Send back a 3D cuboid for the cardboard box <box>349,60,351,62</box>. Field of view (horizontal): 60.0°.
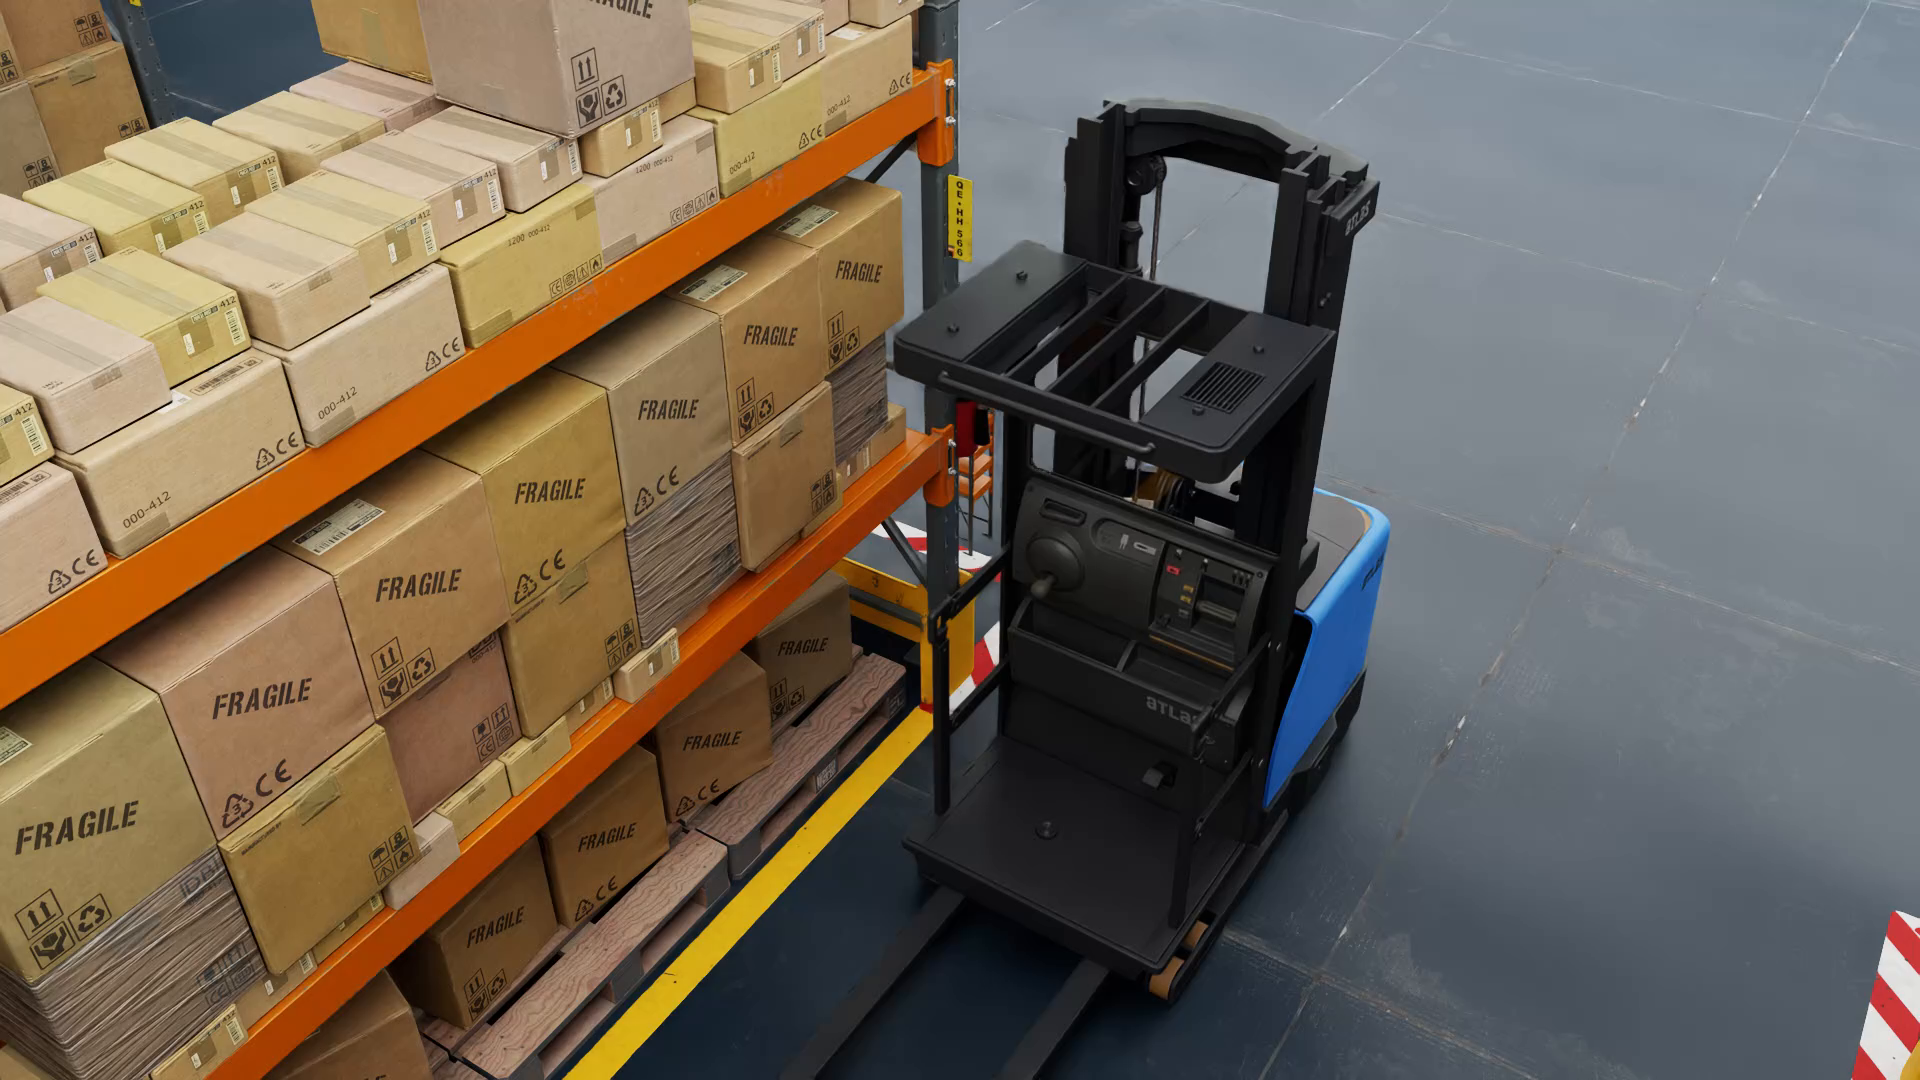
[{"bbox_3d":[-1.525,-1.333,4.801,0.380,0.149,0.250,19,42,23],"label":"cardboard box"}]

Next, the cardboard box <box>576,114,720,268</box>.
[{"bbox_3d":[-1.048,-1.049,4.760,0.500,0.250,0.500,22,43,26],"label":"cardboard box"}]

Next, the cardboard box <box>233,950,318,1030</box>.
[{"bbox_3d":[-1.975,1.114,4.493,0.380,0.149,0.250,21,42,25],"label":"cardboard box"}]

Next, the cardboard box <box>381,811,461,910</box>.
[{"bbox_3d":[-1.681,0.867,4.814,0.380,0.149,0.250,21,42,25],"label":"cardboard box"}]

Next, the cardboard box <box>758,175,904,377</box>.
[{"bbox_3d":[-0.543,-0.961,5.835,0.500,0.500,0.500,21,42,25],"label":"cardboard box"}]

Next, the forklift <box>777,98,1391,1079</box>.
[{"bbox_3d":[0.491,0.172,5.566,1.130,2.935,3.031,22,43,26],"label":"forklift"}]

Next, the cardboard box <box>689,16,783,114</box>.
[{"bbox_3d":[-0.749,-1.403,4.893,0.380,0.149,0.250,21,43,25],"label":"cardboard box"}]

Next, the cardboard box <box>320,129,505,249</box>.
[{"bbox_3d":[-1.390,-0.892,4.229,0.380,0.149,0.250,22,43,26],"label":"cardboard box"}]

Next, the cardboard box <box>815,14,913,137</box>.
[{"bbox_3d":[-0.501,-1.569,5.434,0.500,0.250,0.500,22,43,26],"label":"cardboard box"}]

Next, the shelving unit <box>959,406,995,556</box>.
[{"bbox_3d":[0.008,-0.483,7.833,0.258,1.200,0.189,21,42,25],"label":"shelving unit"}]

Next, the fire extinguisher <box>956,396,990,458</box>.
[{"bbox_3d":[-0.007,-0.650,6.639,0.296,0.674,0.183,21,42,25],"label":"fire extinguisher"}]

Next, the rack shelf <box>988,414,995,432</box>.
[{"bbox_3d":[0.008,-0.543,7.787,0.258,0.103,0.180,21,42,25],"label":"rack shelf"}]

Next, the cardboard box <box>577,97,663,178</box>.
[{"bbox_3d":[-1.046,-1.145,4.557,0.380,0.149,0.250,19,42,23],"label":"cardboard box"}]

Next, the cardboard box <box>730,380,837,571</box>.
[{"bbox_3d":[-0.941,-0.358,5.871,0.875,0.500,0.500,21,42,25],"label":"cardboard box"}]

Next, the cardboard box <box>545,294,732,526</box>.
[{"bbox_3d":[-1.076,-0.445,5.165,0.500,0.500,0.500,21,42,25],"label":"cardboard box"}]

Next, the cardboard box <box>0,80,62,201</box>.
[{"bbox_3d":[-5.028,-2.009,8.216,0.875,0.550,0.550,21,42,25],"label":"cardboard box"}]

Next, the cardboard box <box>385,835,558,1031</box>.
[{"bbox_3d":[-1.785,1.277,5.780,0.500,0.500,0.500,17,41,21],"label":"cardboard box"}]

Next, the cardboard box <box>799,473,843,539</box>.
[{"bbox_3d":[-0.660,-0.184,6.177,0.380,0.149,0.250,21,42,25],"label":"cardboard box"}]

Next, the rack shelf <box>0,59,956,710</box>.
[{"bbox_3d":[-1.529,-0.644,4.701,1.077,0.370,4.000,21,42,25],"label":"rack shelf"}]

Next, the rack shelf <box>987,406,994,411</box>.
[{"bbox_3d":[0.008,-0.638,7.714,0.258,0.103,0.180,21,42,25],"label":"rack shelf"}]

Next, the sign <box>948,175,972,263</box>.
[{"bbox_3d":[0.001,-1.164,6.035,0.100,0.325,0.005,21,42,25],"label":"sign"}]

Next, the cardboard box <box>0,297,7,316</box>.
[{"bbox_3d":[-2.388,-0.524,3.752,0.380,0.149,0.250,19,42,23],"label":"cardboard box"}]

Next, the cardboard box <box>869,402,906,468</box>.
[{"bbox_3d":[-0.435,-0.458,6.533,0.380,0.149,0.250,21,42,25],"label":"cardboard box"}]

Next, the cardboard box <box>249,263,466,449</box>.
[{"bbox_3d":[-1.588,-0.514,4.065,0.500,0.250,0.500,19,42,23],"label":"cardboard box"}]

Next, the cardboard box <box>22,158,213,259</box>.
[{"bbox_3d":[-2.062,-0.784,4.089,0.380,0.149,0.250,23,43,27],"label":"cardboard box"}]

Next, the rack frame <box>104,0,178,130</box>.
[{"bbox_3d":[-4.591,-2.447,8.906,1.000,3.000,0.127,21,42,25],"label":"rack frame"}]

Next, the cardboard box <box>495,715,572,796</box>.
[{"bbox_3d":[-1.439,0.599,5.161,0.380,0.149,0.250,21,42,25],"label":"cardboard box"}]

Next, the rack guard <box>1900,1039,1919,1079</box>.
[{"bbox_3d":[3.724,1.893,5.325,1.175,0.500,0.348,21,42,25],"label":"rack guard"}]

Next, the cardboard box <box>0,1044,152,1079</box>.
[{"bbox_3d":[-2.231,1.377,4.152,0.380,0.149,0.250,21,42,25],"label":"cardboard box"}]

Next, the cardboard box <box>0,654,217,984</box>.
[{"bbox_3d":[-2.144,0.588,3.826,0.500,0.500,0.500,21,42,25],"label":"cardboard box"}]

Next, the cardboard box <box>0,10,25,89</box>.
[{"bbox_3d":[-5.039,-2.441,7.892,0.875,0.550,0.550,21,42,25],"label":"cardboard box"}]

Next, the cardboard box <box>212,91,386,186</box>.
[{"bbox_3d":[-1.749,-1.050,4.434,0.380,0.149,0.250,20,42,24],"label":"cardboard box"}]

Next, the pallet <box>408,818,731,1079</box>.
[{"bbox_3d":[-1.617,1.405,6.194,1.003,0.211,1.213,21,42,25],"label":"pallet"}]

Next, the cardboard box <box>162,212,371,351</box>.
[{"bbox_3d":[-1.606,-0.605,3.857,0.380,0.149,0.250,20,42,24],"label":"cardboard box"}]

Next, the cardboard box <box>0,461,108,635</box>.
[{"bbox_3d":[-2.143,0.013,3.382,0.500,0.250,0.500,20,42,23],"label":"cardboard box"}]

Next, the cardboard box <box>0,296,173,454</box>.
[{"bbox_3d":[-1.917,-0.356,3.534,0.380,0.149,0.250,21,43,25],"label":"cardboard box"}]

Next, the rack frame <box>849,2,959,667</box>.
[{"bbox_3d":[-0.457,-0.772,6.734,1.000,3.000,0.127,21,42,25],"label":"rack frame"}]

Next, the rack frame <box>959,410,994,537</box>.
[{"bbox_3d":[0.057,-0.530,7.894,0.240,1.200,0.006,21,42,25],"label":"rack frame"}]

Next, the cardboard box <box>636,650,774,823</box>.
[{"bbox_3d":[-1.097,0.687,6.544,0.500,0.500,0.500,-29,46,-32],"label":"cardboard box"}]

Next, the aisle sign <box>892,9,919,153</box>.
[{"bbox_3d":[-0.171,-1.736,5.855,0.394,0.787,0.004,21,42,25],"label":"aisle sign"}]

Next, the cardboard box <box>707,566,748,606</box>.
[{"bbox_3d":[-0.976,0.055,5.867,0.380,0.149,0.250,21,42,25],"label":"cardboard box"}]

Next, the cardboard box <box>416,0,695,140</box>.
[{"bbox_3d":[-1.074,-1.434,4.401,0.500,0.500,0.500,21,42,25],"label":"cardboard box"}]

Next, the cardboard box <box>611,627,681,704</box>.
[{"bbox_3d":[-1.150,0.349,5.485,0.380,0.149,0.250,21,42,25],"label":"cardboard box"}]

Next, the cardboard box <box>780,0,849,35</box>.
[{"bbox_3d":[-0.581,-1.718,5.300,0.380,0.149,0.250,20,42,24],"label":"cardboard box"}]

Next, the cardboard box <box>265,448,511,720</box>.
[{"bbox_3d":[-1.609,0.072,4.495,0.500,0.500,0.500,21,42,25],"label":"cardboard box"}]

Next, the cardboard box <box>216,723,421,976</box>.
[{"bbox_3d":[-2.009,0.675,4.532,0.875,0.500,0.500,21,42,25],"label":"cardboard box"}]

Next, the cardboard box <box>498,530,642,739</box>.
[{"bbox_3d":[-1.524,0.140,5.226,0.875,0.500,0.500,21,42,25],"label":"cardboard box"}]
